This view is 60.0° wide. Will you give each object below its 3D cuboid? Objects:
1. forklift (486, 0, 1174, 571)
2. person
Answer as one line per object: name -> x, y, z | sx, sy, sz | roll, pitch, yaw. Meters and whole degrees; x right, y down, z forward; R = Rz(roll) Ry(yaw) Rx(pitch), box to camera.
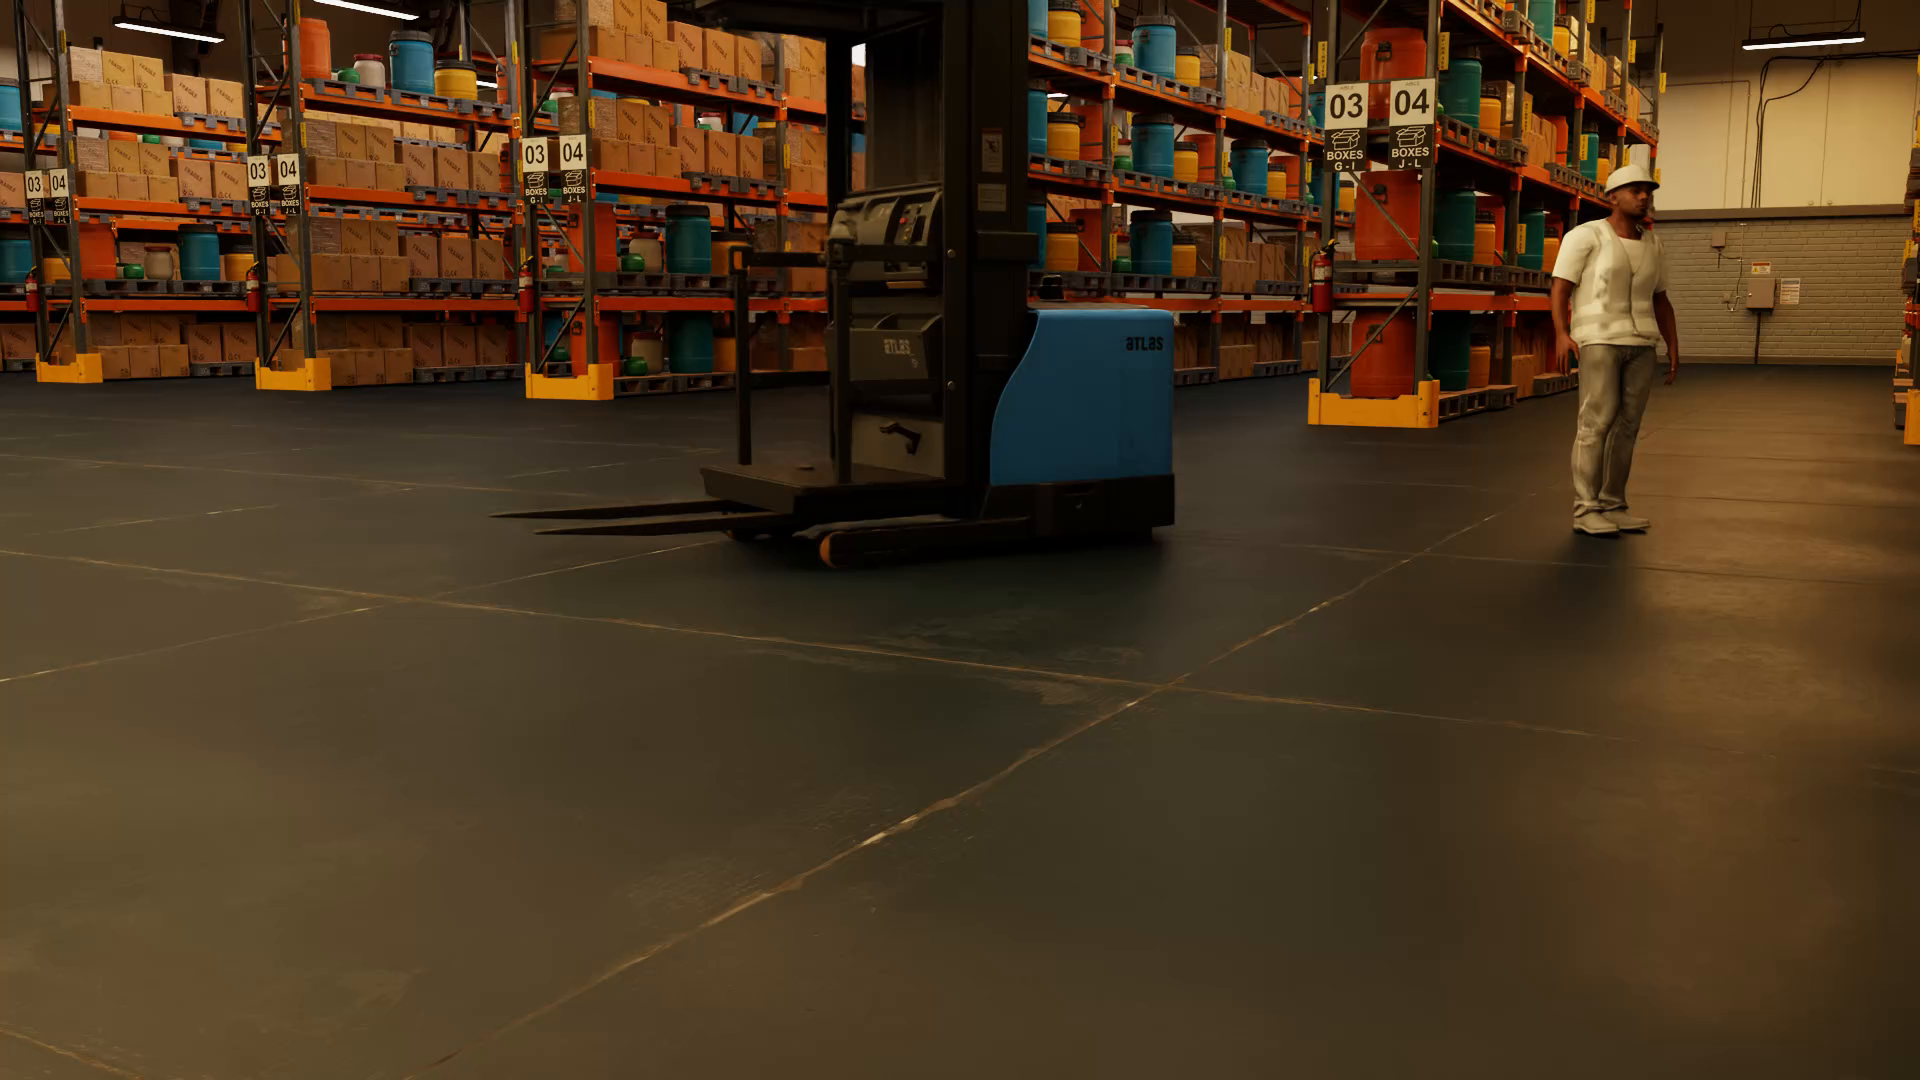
forklift -> -0.518, -1.407, 7.287 | 3.031, 2.935, 1.130 | -5, 9, -31
person -> 3.225, -0.927, 8.054 | 0.696, 1.771, 0.572 | -2, 8, -17
